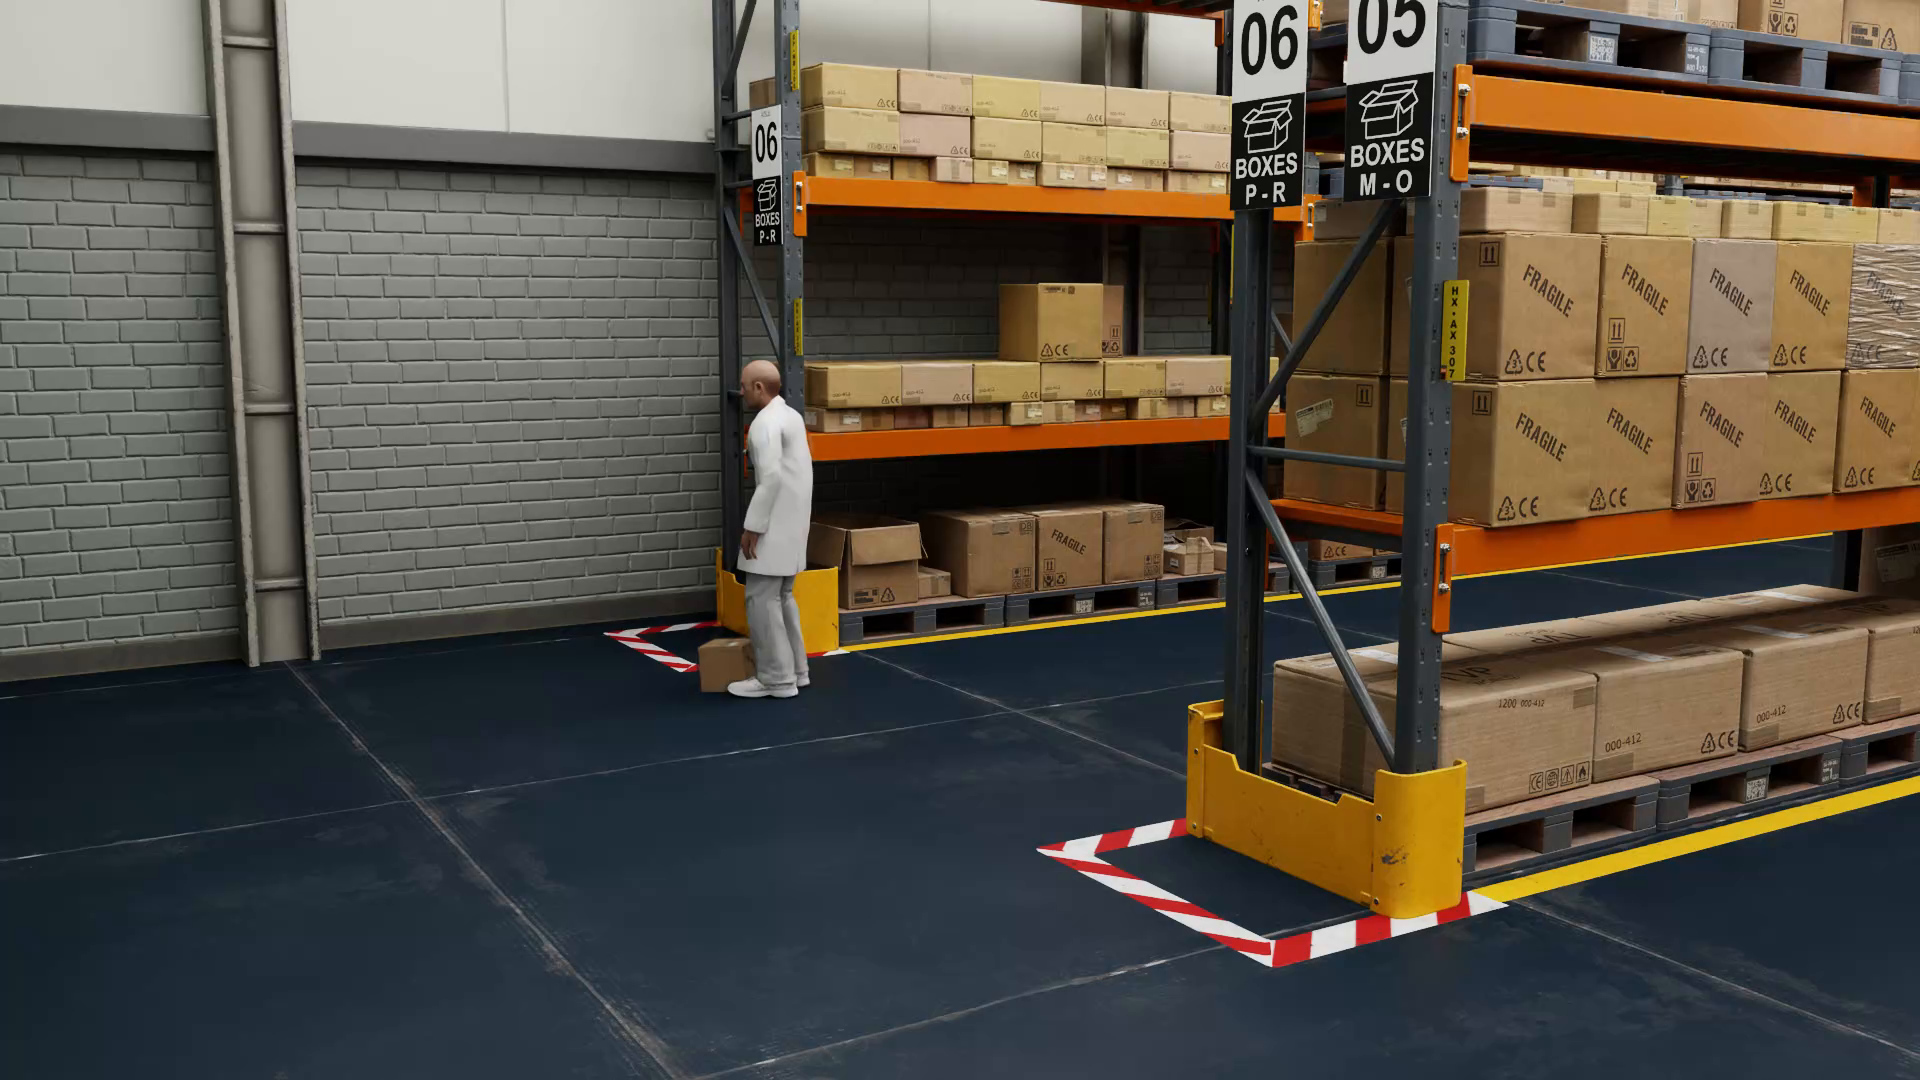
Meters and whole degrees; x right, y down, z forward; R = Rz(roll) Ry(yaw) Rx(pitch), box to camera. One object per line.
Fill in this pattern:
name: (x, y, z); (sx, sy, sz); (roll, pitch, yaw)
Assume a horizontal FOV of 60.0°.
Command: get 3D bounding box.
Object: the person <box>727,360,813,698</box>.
person: (-0.999, -0.064, 8.827); (0.426, 1.774, 0.617); (2, 8, 11)
